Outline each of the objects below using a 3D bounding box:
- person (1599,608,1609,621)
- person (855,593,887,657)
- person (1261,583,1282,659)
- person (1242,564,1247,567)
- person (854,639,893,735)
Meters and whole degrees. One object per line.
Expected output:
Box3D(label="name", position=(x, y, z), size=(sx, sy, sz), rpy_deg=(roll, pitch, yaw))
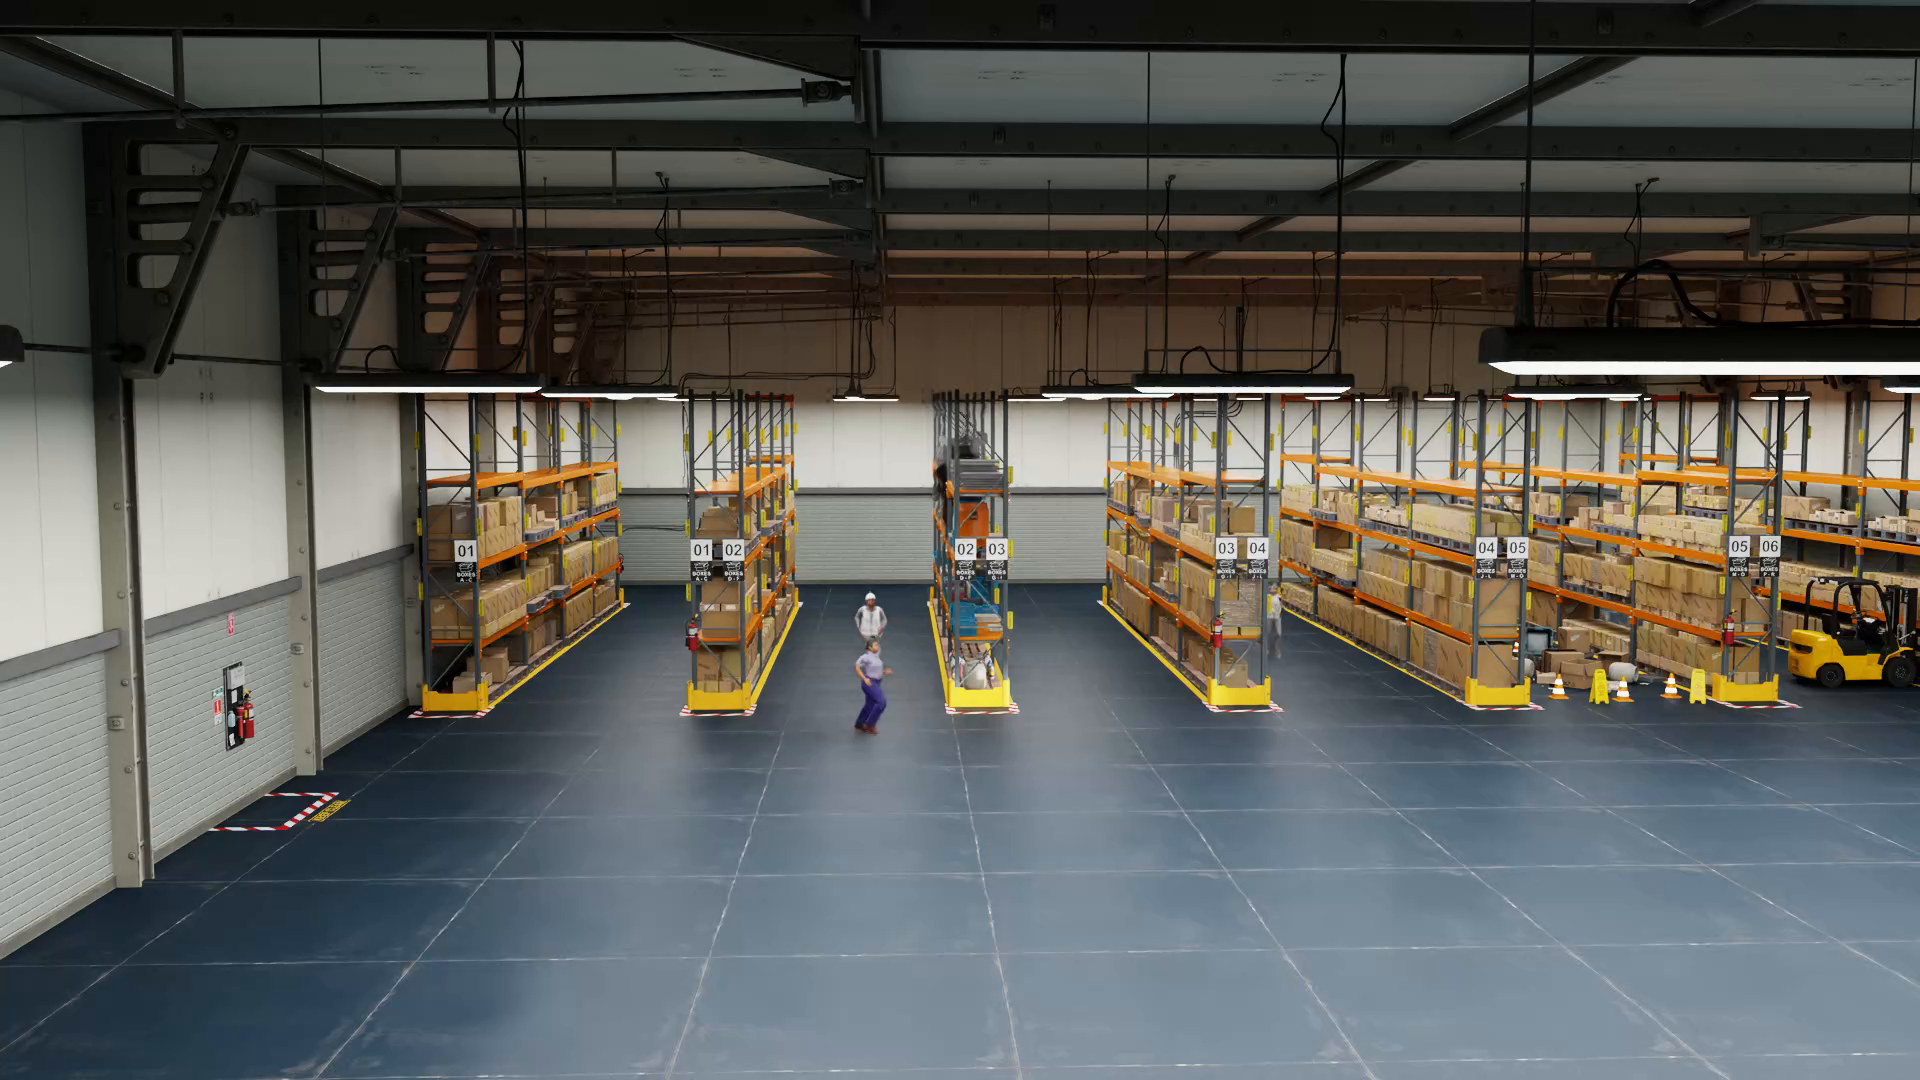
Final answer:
Box3D(label="person", position=(16.484, 1.411, 42.591), size=(0.601, 1.674, 0.700), rpy_deg=(0, 5, -4))
Box3D(label="person", position=(-1.888, 1.990, 35.228), size=(0.684, 1.758, 0.806), rpy_deg=(-1, 5, -9))
Box3D(label="person", position=(7.072, 1.814, 37.707), size=(0.570, 1.739, 0.831), rpy_deg=(-1, 5, -8))
Box3D(label="person", position=(8.045, 1.042, 46.658), size=(0.706, 1.779, 0.951), rpy_deg=(0, 5, 1))
Box3D(label="person", position=(-1.519, 2.560, 28.925), size=(0.693, 1.668, 0.579), rpy_deg=(1, 5, 13))
